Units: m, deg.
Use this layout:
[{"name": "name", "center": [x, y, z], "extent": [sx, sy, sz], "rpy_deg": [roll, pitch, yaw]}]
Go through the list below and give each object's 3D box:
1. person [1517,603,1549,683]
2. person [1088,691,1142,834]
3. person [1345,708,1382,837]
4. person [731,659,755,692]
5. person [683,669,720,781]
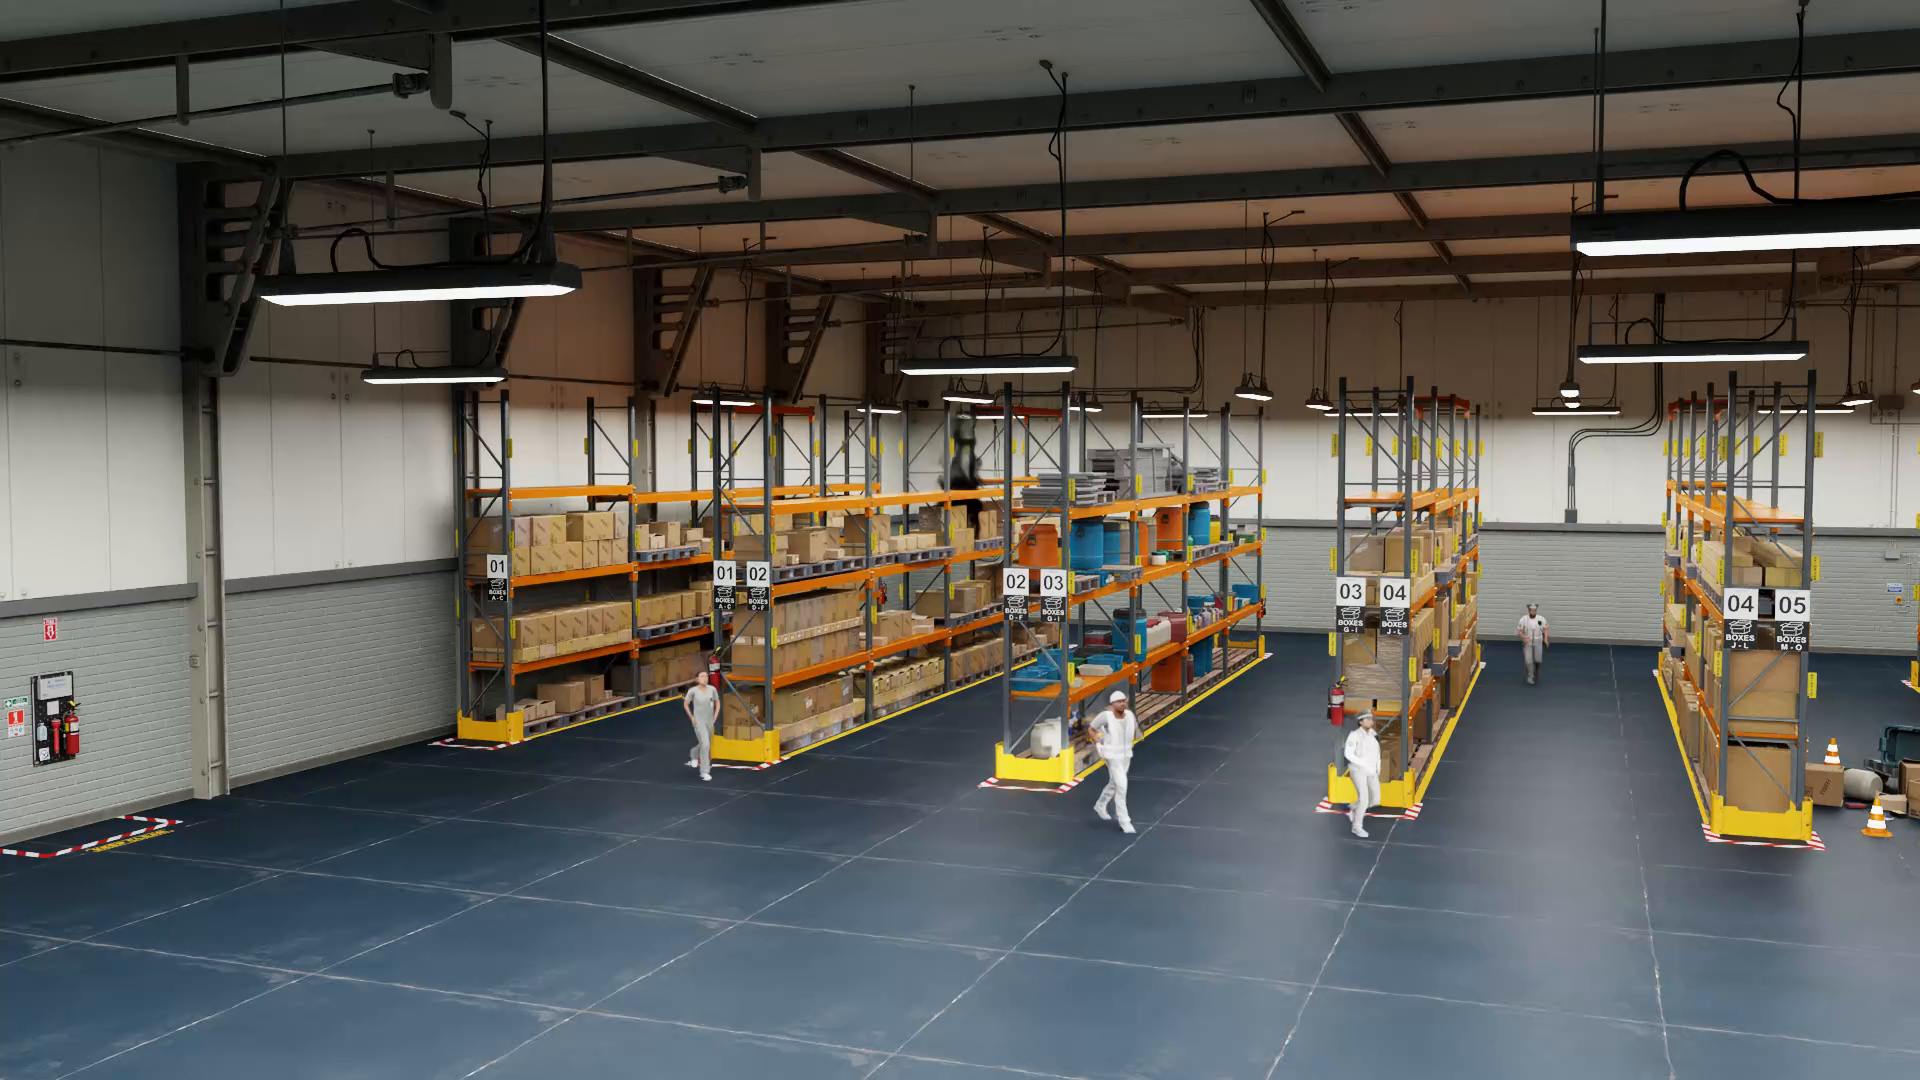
[{"name": "person", "center": [12.187, 2.196, 35.366], "extent": [0.649, 1.730, 0.636], "rpy_deg": [1, 3, 15]}, {"name": "person", "center": [2.090, 2.897, 21.998], "extent": [0.655, 1.827, 0.877], "rpy_deg": [-2, 4, -35]}, {"name": "person", "center": [5.253, 2.998, 21.555], "extent": [0.664, 1.659, 0.565], "rpy_deg": [-2, 4, -31]}, {"name": "person", "center": [-3.989, 2.421, 31.163], "extent": [0.652, 1.783, 0.774], "rpy_deg": [0, 3, 6]}, {"name": "person", "center": [-3.930, 2.778, 25.314], "extent": [0.567, 1.657, 0.792], "rpy_deg": [-2, 4, -30]}]
